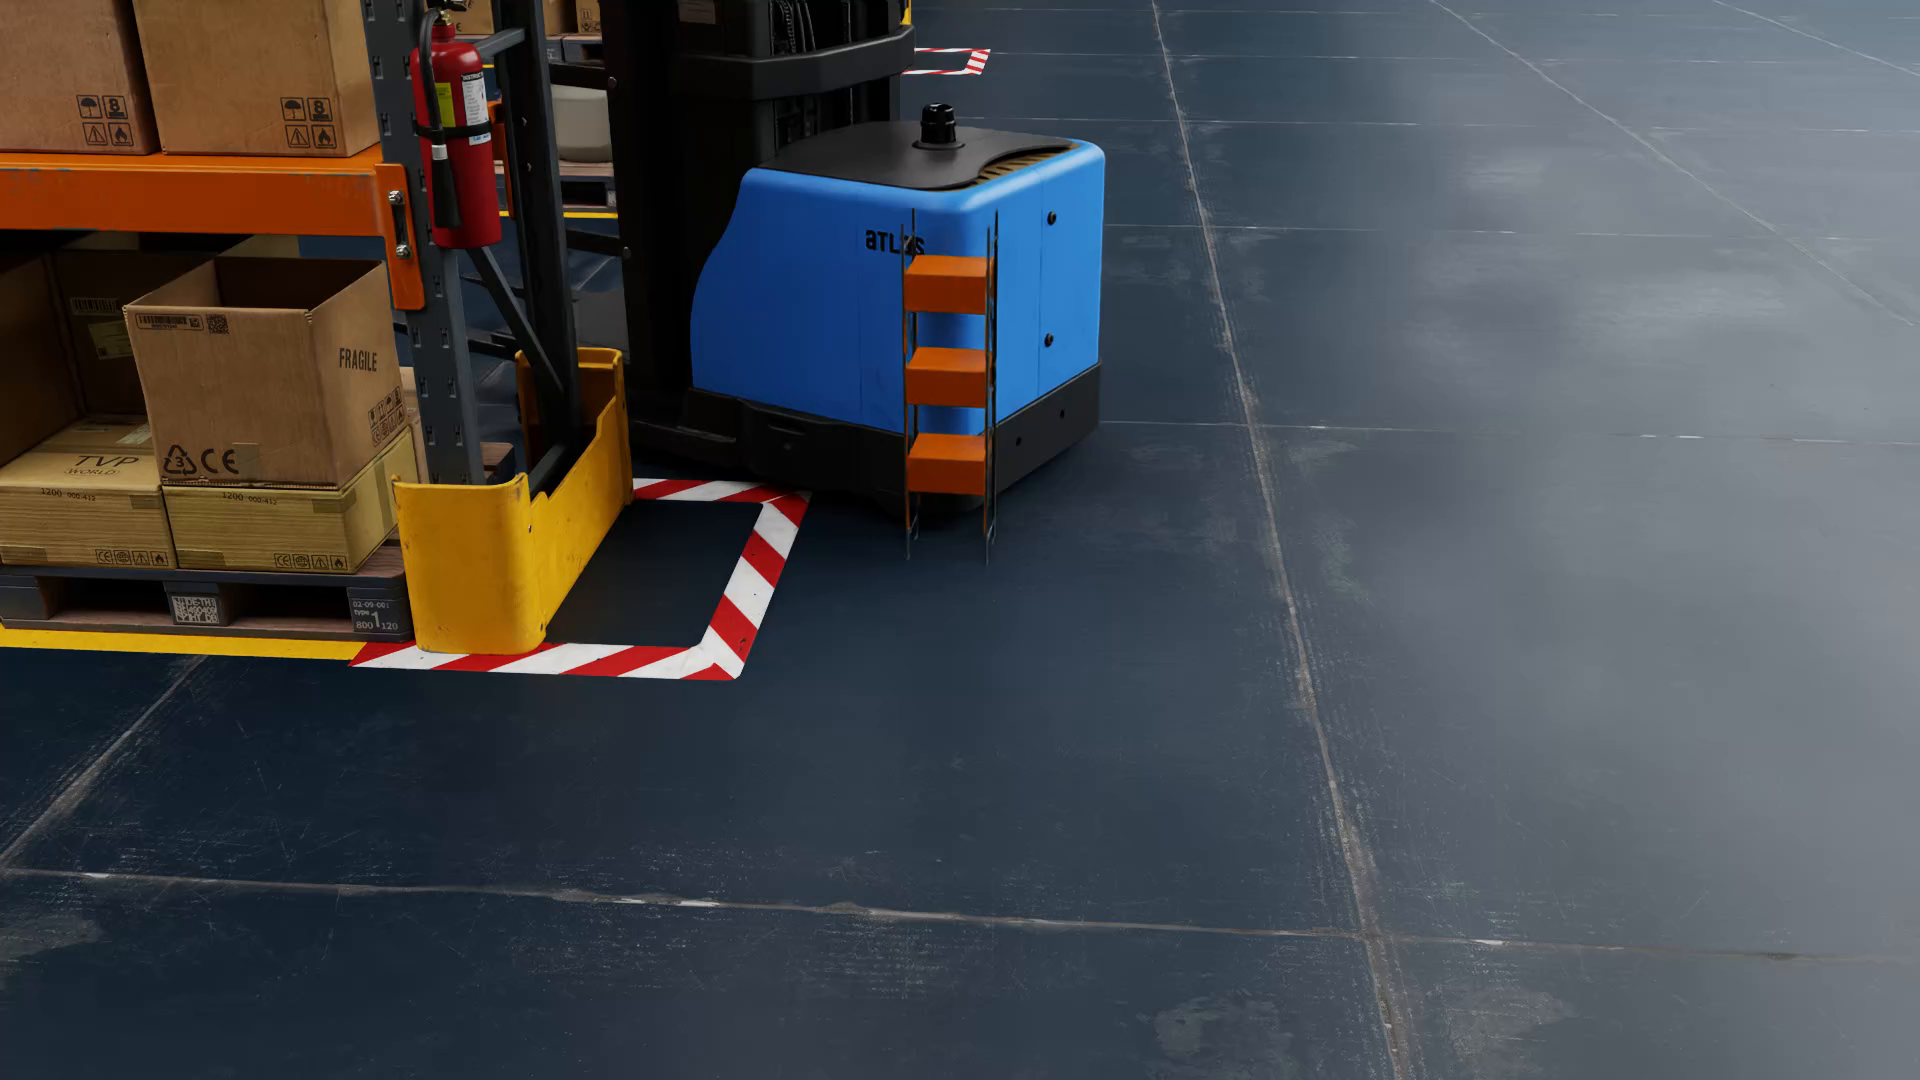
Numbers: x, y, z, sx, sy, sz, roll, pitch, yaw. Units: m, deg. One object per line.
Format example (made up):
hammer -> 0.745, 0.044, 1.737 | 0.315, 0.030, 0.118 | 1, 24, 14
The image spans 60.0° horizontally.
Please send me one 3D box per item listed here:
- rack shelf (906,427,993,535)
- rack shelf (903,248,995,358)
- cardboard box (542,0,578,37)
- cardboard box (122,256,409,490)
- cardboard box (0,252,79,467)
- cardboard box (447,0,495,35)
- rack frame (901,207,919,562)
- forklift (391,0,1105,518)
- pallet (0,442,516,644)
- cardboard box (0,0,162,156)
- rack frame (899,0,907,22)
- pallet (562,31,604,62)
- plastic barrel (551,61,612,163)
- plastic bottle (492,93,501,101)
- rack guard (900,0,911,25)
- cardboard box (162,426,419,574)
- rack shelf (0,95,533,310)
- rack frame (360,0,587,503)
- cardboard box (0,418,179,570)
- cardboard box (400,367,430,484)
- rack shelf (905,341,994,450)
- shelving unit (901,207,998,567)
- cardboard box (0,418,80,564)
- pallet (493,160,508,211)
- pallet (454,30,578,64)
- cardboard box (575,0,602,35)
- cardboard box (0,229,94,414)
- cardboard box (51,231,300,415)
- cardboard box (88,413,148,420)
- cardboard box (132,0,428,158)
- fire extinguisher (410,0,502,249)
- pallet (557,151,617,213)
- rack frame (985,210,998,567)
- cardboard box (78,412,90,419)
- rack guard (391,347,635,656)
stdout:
rack shelf -> -0.028, -0.182, 5.077 | 0.240, 0.259, 0.215 | 3, 25, 7
rack shelf -> -0.028, -0.690, 4.839 | 0.240, 0.259, 0.215 | 3, 25, 7
cardboard box -> -3.583, -4.560, 14.060 | 0.500, 0.500, 0.500 | 10, 27, 21
cardboard box -> -1.882, -0.469, 4.570 | 0.500, 0.500, 0.500 | 2, 25, 4
cardboard box -> -2.880, -0.494, 4.626 | 0.500, 0.500, 0.500 | 2, 25, 4
cardboard box -> -4.155, -4.576, 14.093 | 0.500, 0.500, 0.500 | 1, 25, 2
rack frame -> -0.148, -0.450, 4.970 | 0.008, 1.050, 0.200 | 3, 25, 7
forklift -> -1.022, -1.846, 5.756 | 3.031, 2.935, 1.130 | 14, 28, 28
pallet -> -2.090, -0.033, 5.070 | 1.213, 0.211, 1.003 | 2, 25, 4
cardboard box -> -2.313, -1.374, 4.527 | 0.500, 0.500, 0.700 | 2, 25, 5
rack frame -> -0.562, -5.422, 13.444 | 0.127, 3.000, 1.000 | 2, 25, 4
pallet -> -2.659, -4.238, 14.208 | 1.213, 0.211, 1.003 | 2, 25, 4
plastic barrel -> -2.103, -2.423, 9.402 | 0.421, 0.512, 0.421 | 0, 25, 0
plastic bottle -> -2.725, -2.506, 9.845 | 0.097, 0.271, 0.097 | 0, 25, 0
rack guard -> -0.638, -4.289, 13.972 | 0.348, 0.500, 1.175 | 2, 25, 4
cardboard box -> -1.882, -0.129, 4.728 | 0.500, 0.250, 0.500 | 2, 25, 4
rack shelf -> -3.319, -1.030, 4.761 | 4.000, 0.370, 1.077 | 2, 25, 4
rack frame -> -1.324, -1.293, 4.472 | 0.127, 3.000, 1.000 | 2, 25, 4
cardboard box -> -2.381, -0.140, 4.752 | 0.500, 0.250, 0.500 | 2, 25, 4
cardboard box -> -1.842, -0.345, 5.198 | 0.500, 0.250, 0.500 | 2, 25, 4
rack shelf -> -0.028, -0.433, 4.959 | 0.240, 0.259, 0.215 | 3, 25, 7
shelving unit -> -0.028, -0.443, 4.955 | 0.252, 1.050, 0.215 | 3, 25, 7
cardboard box -> -2.880, -0.155, 4.786 | 0.500, 0.250, 0.500 | 2, 25, 4
pallet -> -3.044, -2.142, 9.652 | 1.213, 0.211, 1.003 | 2, 25, 4
pallet -> -3.878, -4.276, 14.291 | 1.213, 0.211, 1.003 | 2, 25, 4
cardboard box -> -2.958, -4.573, 14.088 | 0.500, 0.500, 0.500 | 0, 25, -1
cardboard box -> -2.840, -0.711, 5.097 | 0.500, 0.500, 0.500 | 2, 25, 4
cardboard box -> -2.341, -0.701, 5.074 | 0.500, 0.500, 0.500 | 2, 25, 4
cardboard box -> -2.341, -0.359, 5.229 | 0.500, 0.250, 0.500 | 2, 25, 4
cardboard box -> -1.789, -1.359, 4.495 | 0.500, 0.500, 0.700 | 2, 25, 4
fire extinguisher -> -1.242, -1.061, 4.059 | 0.183, 0.674, 0.296 | 2, 25, 4
pallet -> -1.830, -2.102, 9.565 | 1.213, 0.211, 1.003 | 2, 25, 4
rack frame -> 0.093, -0.436, 4.939 | 0.008, 1.050, 0.200 | 3, 25, 7
cardboard box -> -2.839, -0.375, 5.264 | 0.500, 0.250, 0.500 | 2, 25, 4
rack guard -> -1.300, -0.157, 4.993 | 0.348, 0.500, 1.175 | 2, 25, 4
